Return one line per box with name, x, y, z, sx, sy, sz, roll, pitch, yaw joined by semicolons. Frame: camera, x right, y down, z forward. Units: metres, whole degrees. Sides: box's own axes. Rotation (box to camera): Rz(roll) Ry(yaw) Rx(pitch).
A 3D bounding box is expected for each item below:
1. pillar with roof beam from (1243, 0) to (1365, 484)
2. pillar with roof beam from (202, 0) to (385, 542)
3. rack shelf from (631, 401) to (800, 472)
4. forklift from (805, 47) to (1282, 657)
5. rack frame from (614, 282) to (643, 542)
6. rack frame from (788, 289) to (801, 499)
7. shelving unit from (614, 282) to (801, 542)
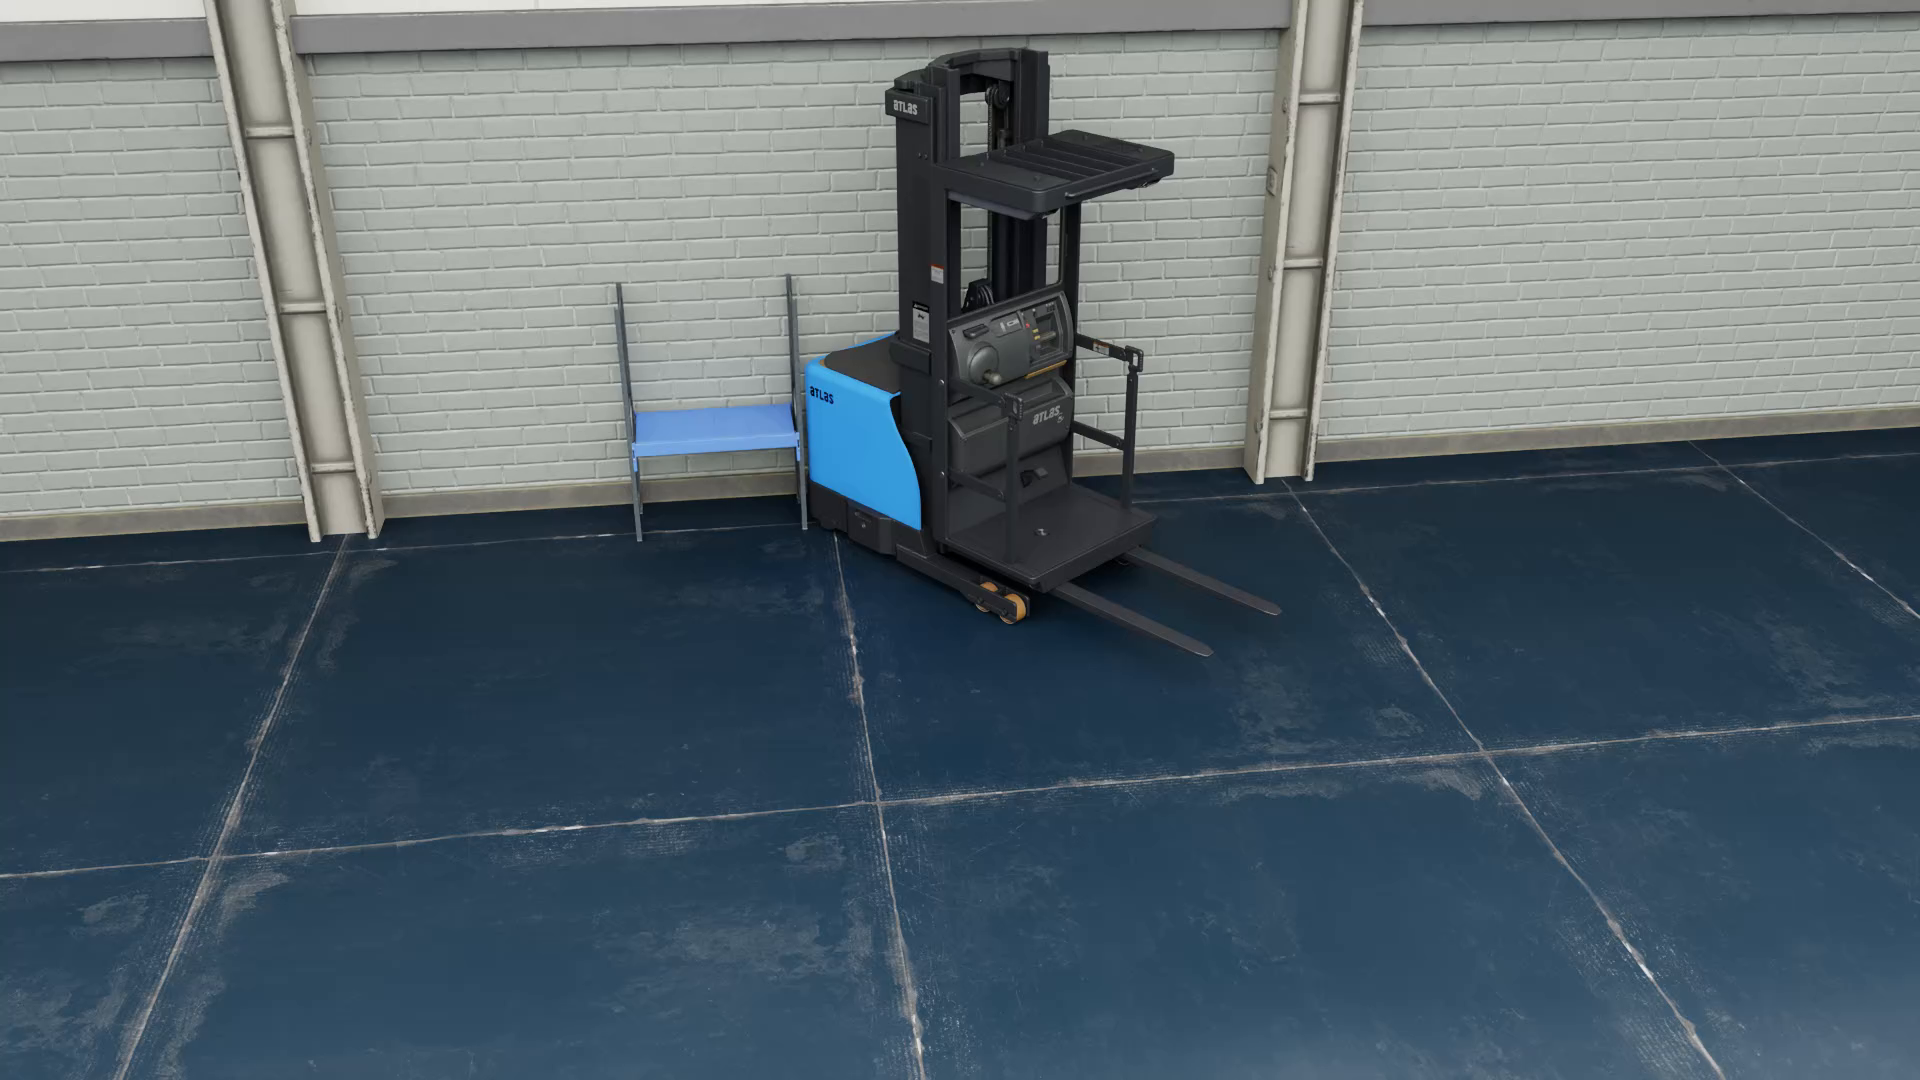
pillar with roof beam;2.724;-2.509;5.282;0.400;9.000;9.100;-4;27;-7
pillar with roof beam;-3.218;-2.127;4.539;0.400;9.000;9.100;-4;27;-7
rack shelf;-1.508;-0.646;10.260;1.000;0.185;0.538;-4;27;-8
forklift;0.444;-1.100;9.184;1.130;2.935;3.031;-24;36;-39
rack frame;-2.010;-0.769;10.105;0.032;1.500;0.500;-4;27;-8
rack frame;-1.007;-0.844;10.252;0.013;1.308;0.475;-4;27;-8
shelving unit;-1.513;-0.806;10.177;1.039;1.500;0.538;-4;27;-8
